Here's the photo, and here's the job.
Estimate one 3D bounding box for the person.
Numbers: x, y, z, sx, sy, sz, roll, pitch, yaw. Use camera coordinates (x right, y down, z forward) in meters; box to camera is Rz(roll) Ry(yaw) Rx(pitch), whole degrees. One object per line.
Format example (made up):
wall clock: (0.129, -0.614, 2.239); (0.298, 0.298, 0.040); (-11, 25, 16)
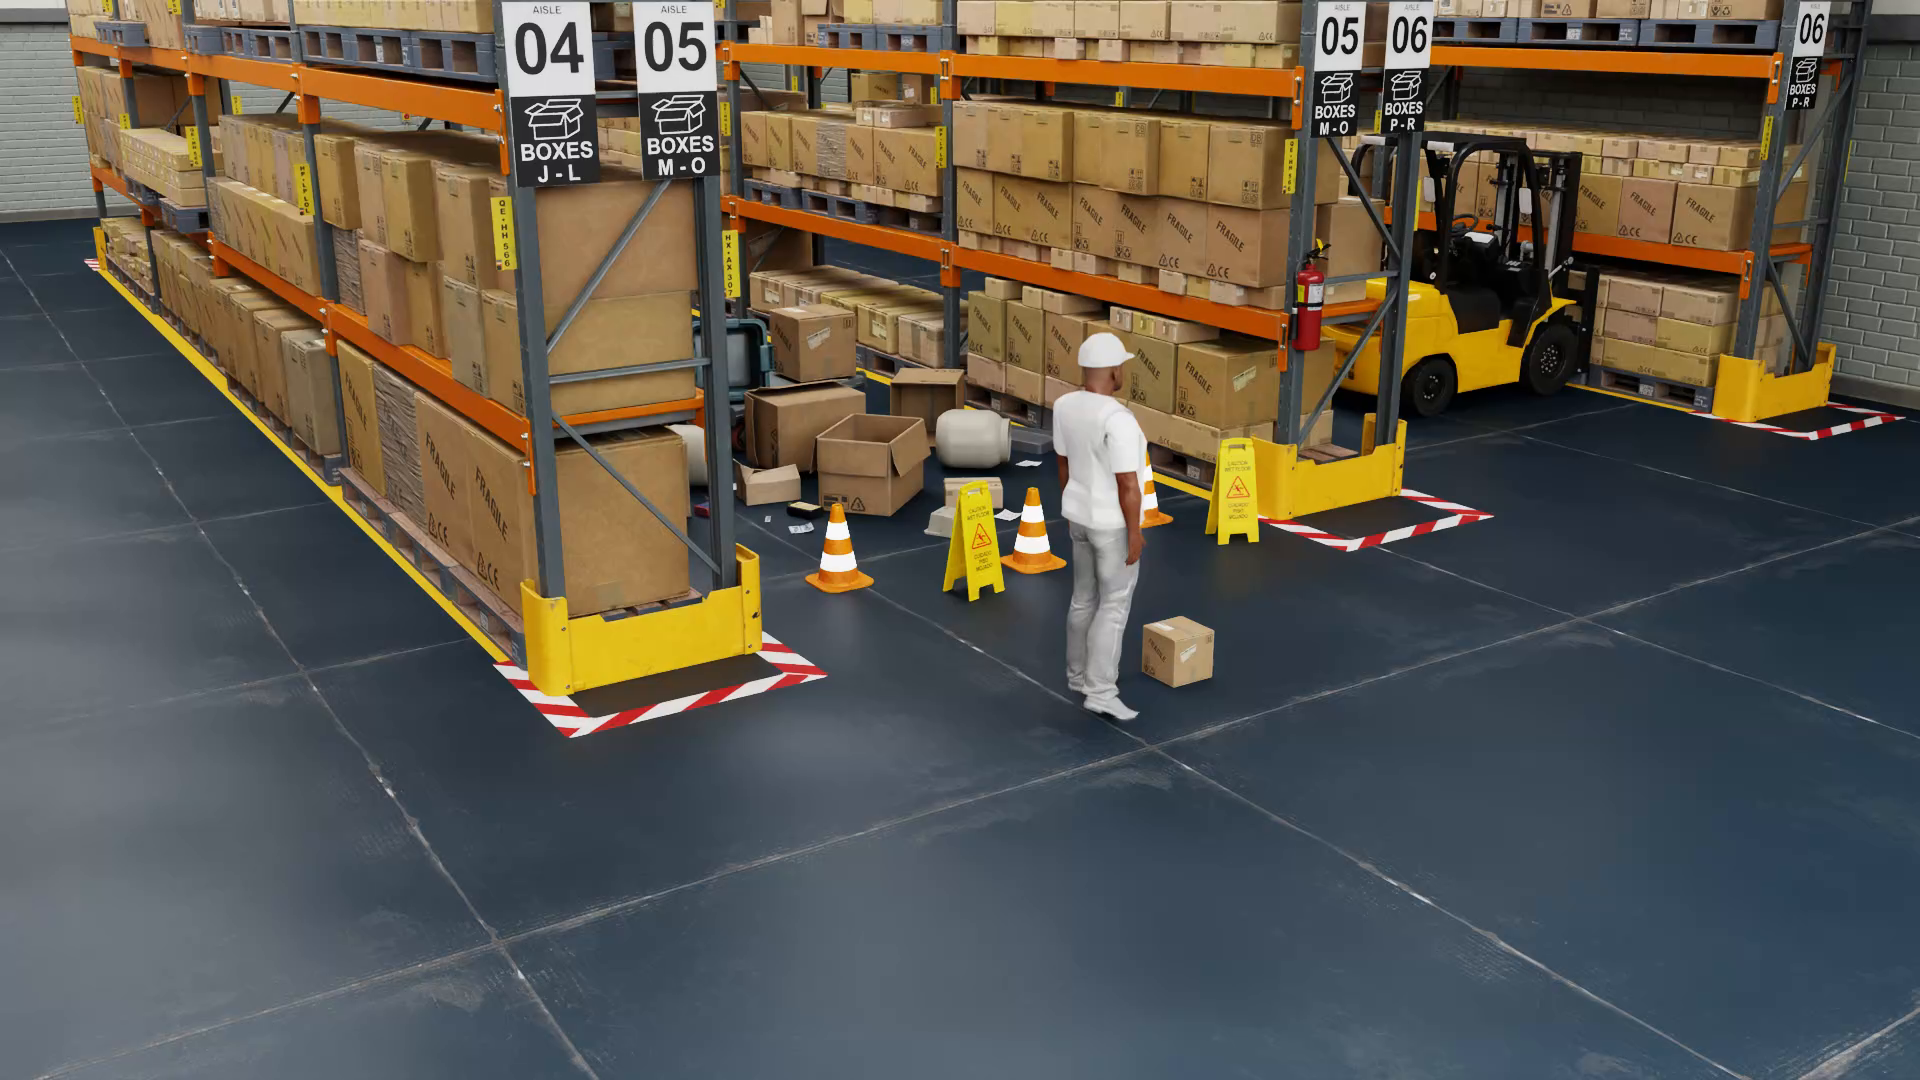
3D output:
person: (0.675, -0.065, 7.797); (0.426, 1.821, 0.606); (-11, 21, -31)
